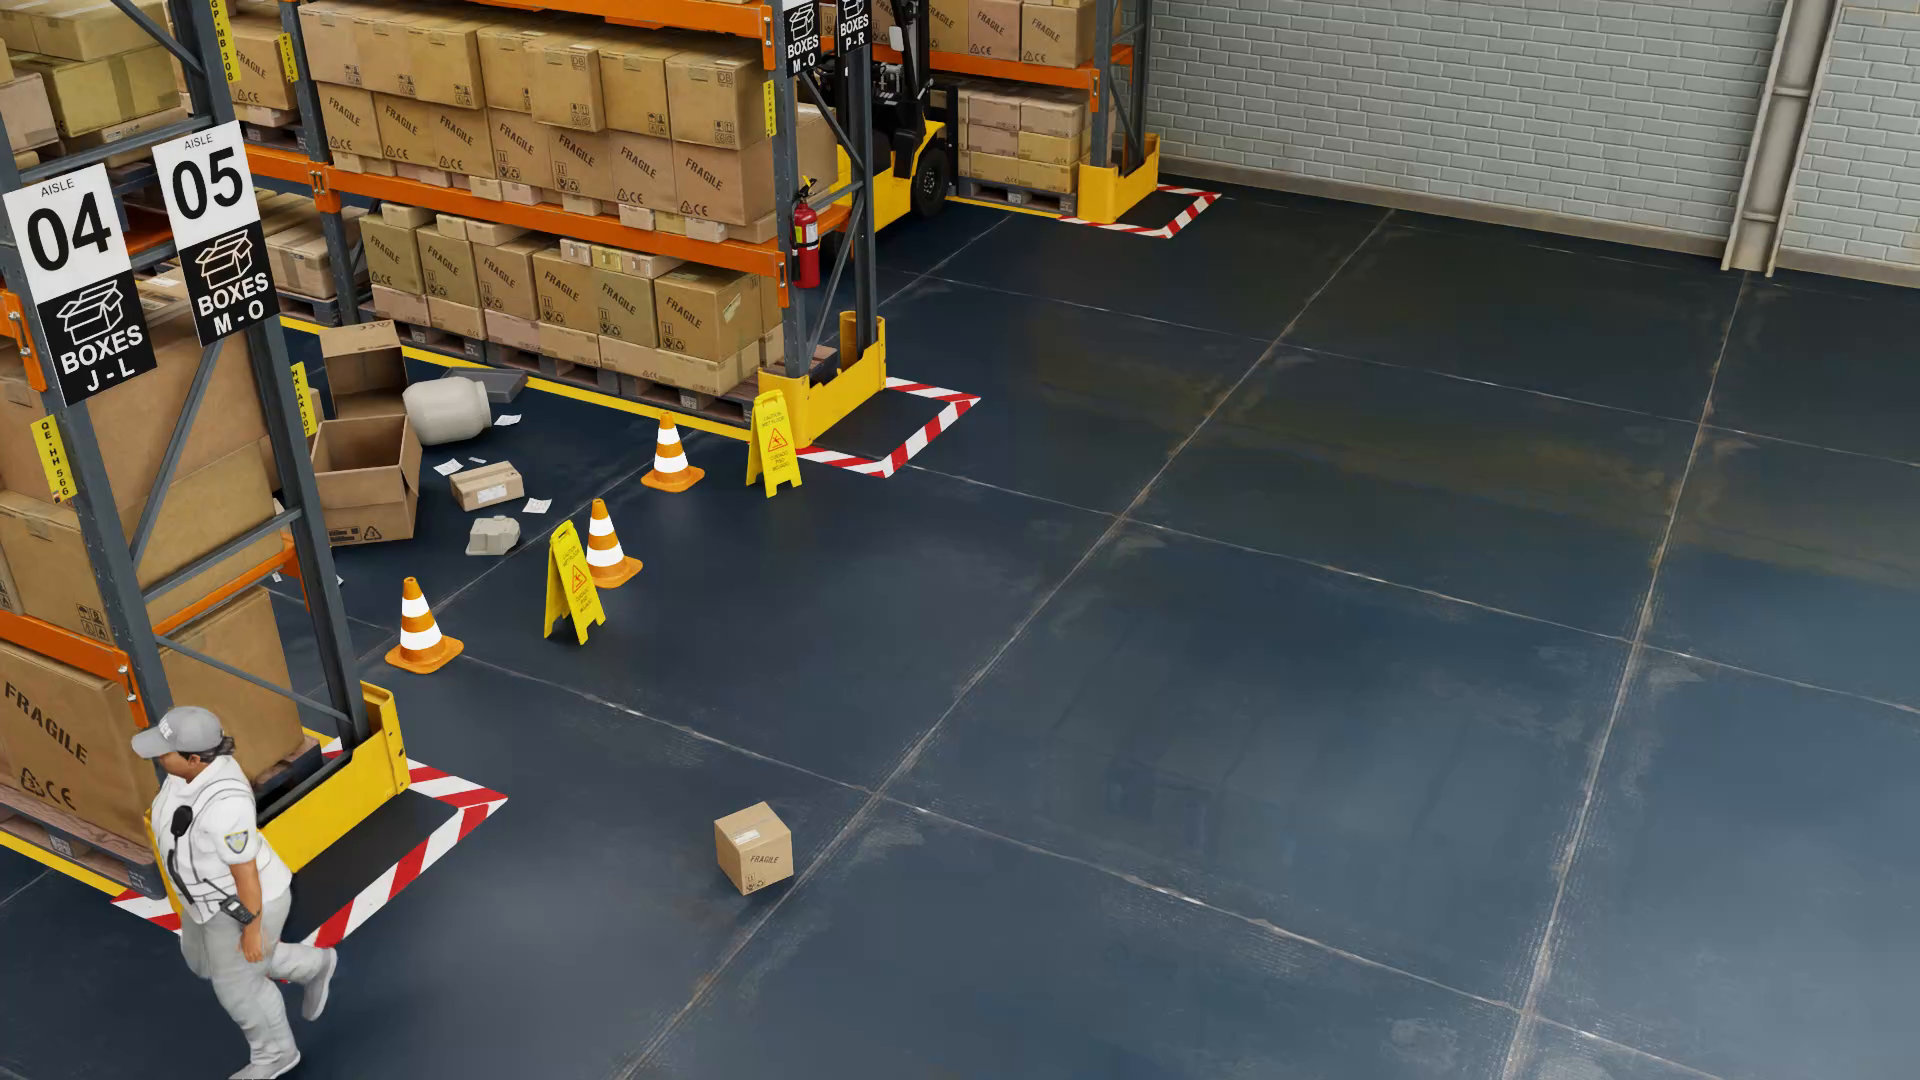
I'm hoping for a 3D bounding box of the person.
[{"bbox_3d":[-2.614,1.272,6.064,0.558,1.649,0.492,-22,37,-33],"label":"person"}]
